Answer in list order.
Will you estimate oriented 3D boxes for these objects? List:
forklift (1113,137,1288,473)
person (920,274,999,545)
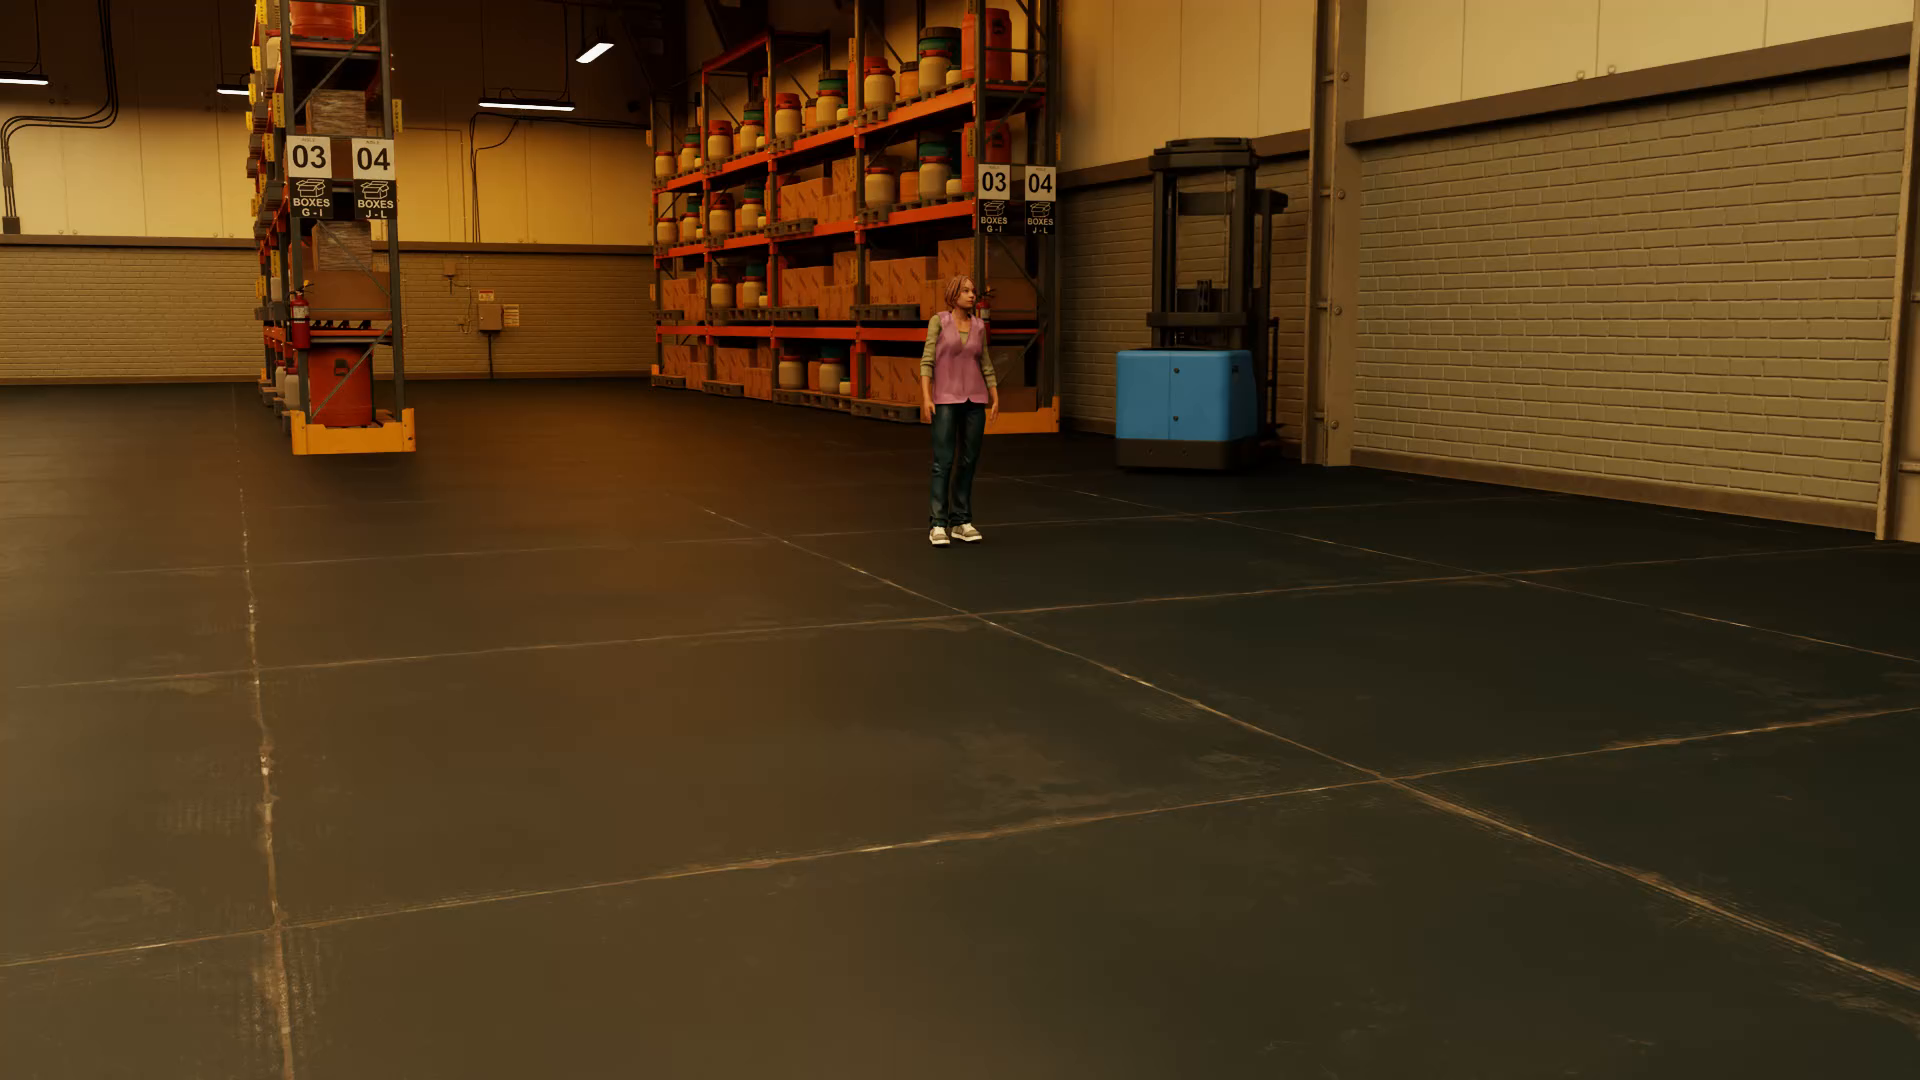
[{"bbox_3d":[2.401,-2.184,15.507,1.130,2.935,3.031,3,8,23],"label":"forklift"},{"bbox_3d":[0.017,-0.789,9.975,0.520,1.599,0.473,-3,8,-23],"label":"person"}]
